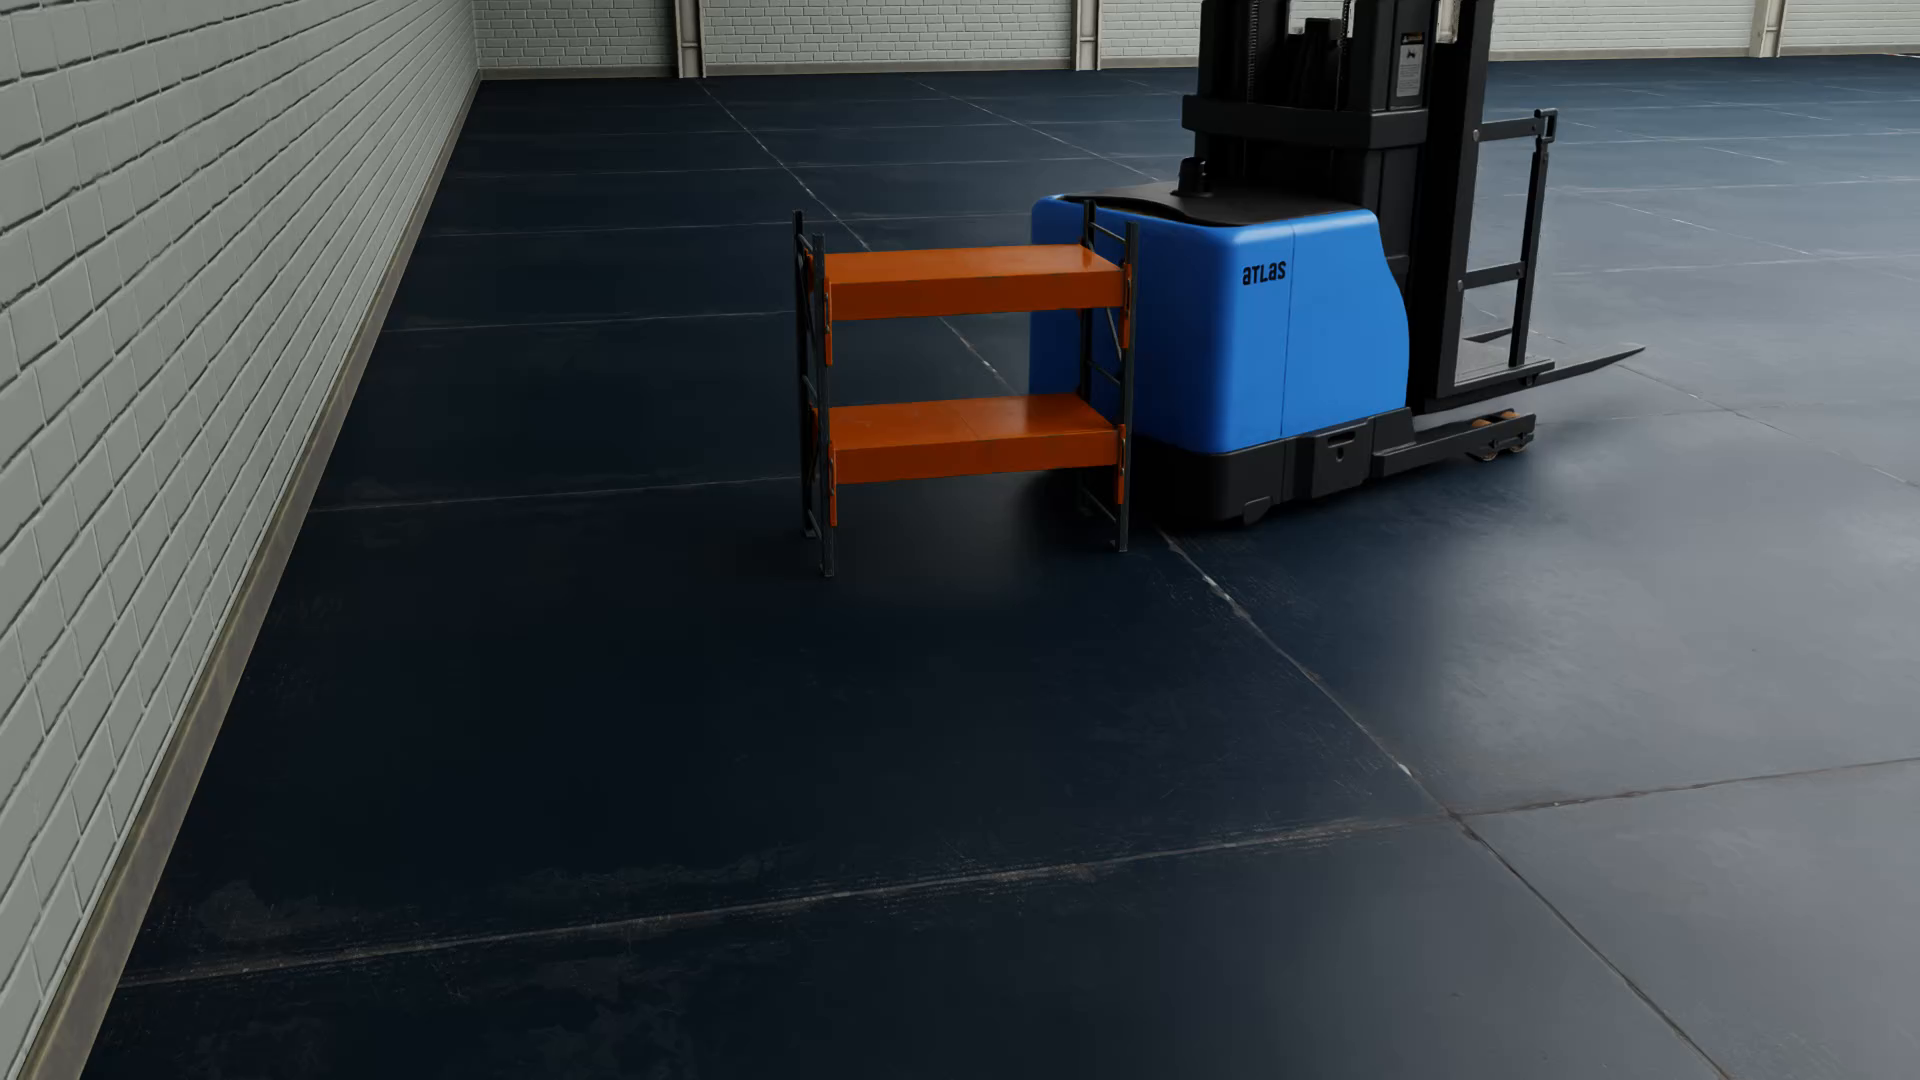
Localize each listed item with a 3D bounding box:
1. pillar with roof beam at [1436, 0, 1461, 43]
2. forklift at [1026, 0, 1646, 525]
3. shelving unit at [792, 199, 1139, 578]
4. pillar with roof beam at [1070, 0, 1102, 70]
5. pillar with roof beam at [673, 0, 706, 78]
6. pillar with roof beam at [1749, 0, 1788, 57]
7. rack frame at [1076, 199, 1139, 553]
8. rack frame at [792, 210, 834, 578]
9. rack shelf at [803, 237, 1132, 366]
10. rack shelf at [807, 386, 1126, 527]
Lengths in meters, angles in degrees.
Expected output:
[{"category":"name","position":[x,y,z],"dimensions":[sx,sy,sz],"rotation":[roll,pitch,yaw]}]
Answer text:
[{"category":"pillar with roof beam","position":[8.754,-10.494,21.380],"dimensions":[0.400,9.000,9.100],"rotation":[-5,21,-12]},{"category":"forklift","position":[1.726,-1.820,6.523],"dimensions":[3.031,2.935,1.130],"rotation":[-15,25,-35]},{"category":"shelving unit","position":[0.007,-0.529,5.623],"dimensions":[1.048,1.125,0.538],"rotation":[-5,21,-12]},{"category":"pillar with roof beam","position":[2.915,-10.019,20.084],"dimensions":[0.400,9.000,9.100],"rotation":[-5,21,-12]},{"category":"pillar with roof beam","position":[-2.924,-9.545,18.788],"dimensions":[0.400,9.000,9.100],"rotation":[-5,21,-12]},{"category":"pillar with roof beam","position":[14.593,-10.969,22.677],"dimensions":[0.400,9.000,9.100],"rotation":[-5,21,-12]},{"category":"rack frame","position":[0.501,-0.569,5.732],"dimensions":[0.032,1.125,0.500],"rotation":[-5,21,-12]},{"category":"rack frame","position":[-0.488,-0.488,5.513],"dimensions":[0.032,1.125,0.500],"rotation":[-5,21,-12]},{"category":"rack shelf","position":[0.007,-0.804,5.522],"dimensions":[1.000,0.278,0.538],"rotation":[-5,21,-12]},{"category":"rack shelf","position":[0.007,-0.299,5.707],"dimensions":[1.000,0.278,0.538],"rotation":[-5,21,-12]}]
